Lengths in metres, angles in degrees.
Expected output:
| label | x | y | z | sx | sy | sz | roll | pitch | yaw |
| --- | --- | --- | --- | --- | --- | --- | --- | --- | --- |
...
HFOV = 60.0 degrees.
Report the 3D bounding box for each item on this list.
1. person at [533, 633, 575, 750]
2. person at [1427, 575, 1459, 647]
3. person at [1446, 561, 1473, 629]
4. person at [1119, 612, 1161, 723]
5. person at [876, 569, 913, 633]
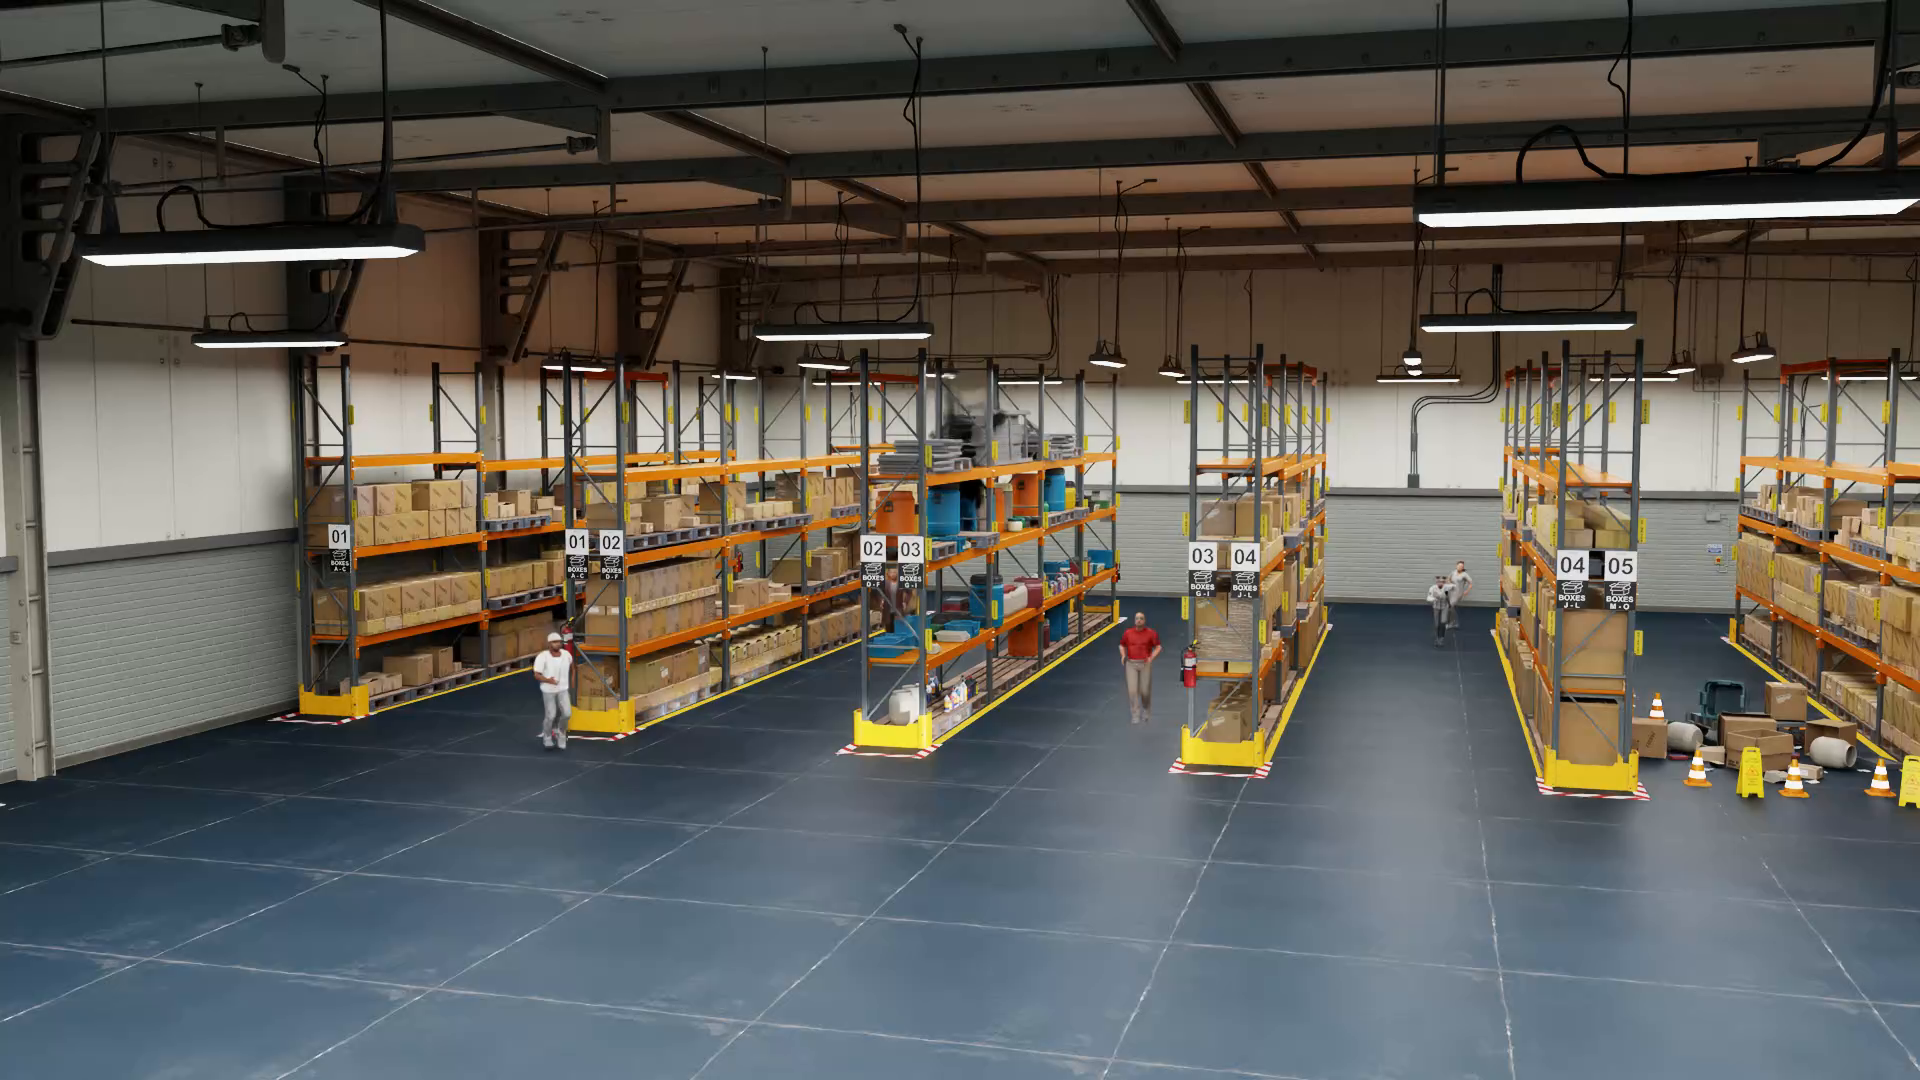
| label | x | y | z | sx | sy | sz | roll | pitch | yaw |
| --- | --- | --- | --- | --- | --- | --- | --- | --- | --- |
| person | -6.026 | 2.272 | 24.893 | 0.726 | 1.785 | 0.687 | -3 | 5 | -36 |
| person | 10.457 | 1.527 | 36.017 | 0.647 | 1.577 | 0.932 | 2 | 5 | 21 |
| person | 11.582 | 1.406 | 38.797 | 0.661 | 1.400 | 0.677 | -3 | 5 | -34 |
| person | 2.753 | 1.964 | 25.572 | 0.664 | 1.712 | 0.590 | 1 | 4 | 14 |
| person | -1.291 | 1.400 | 32.623 | 0.710 | 1.741 | 0.888 | 0 | 4 | 2 |
